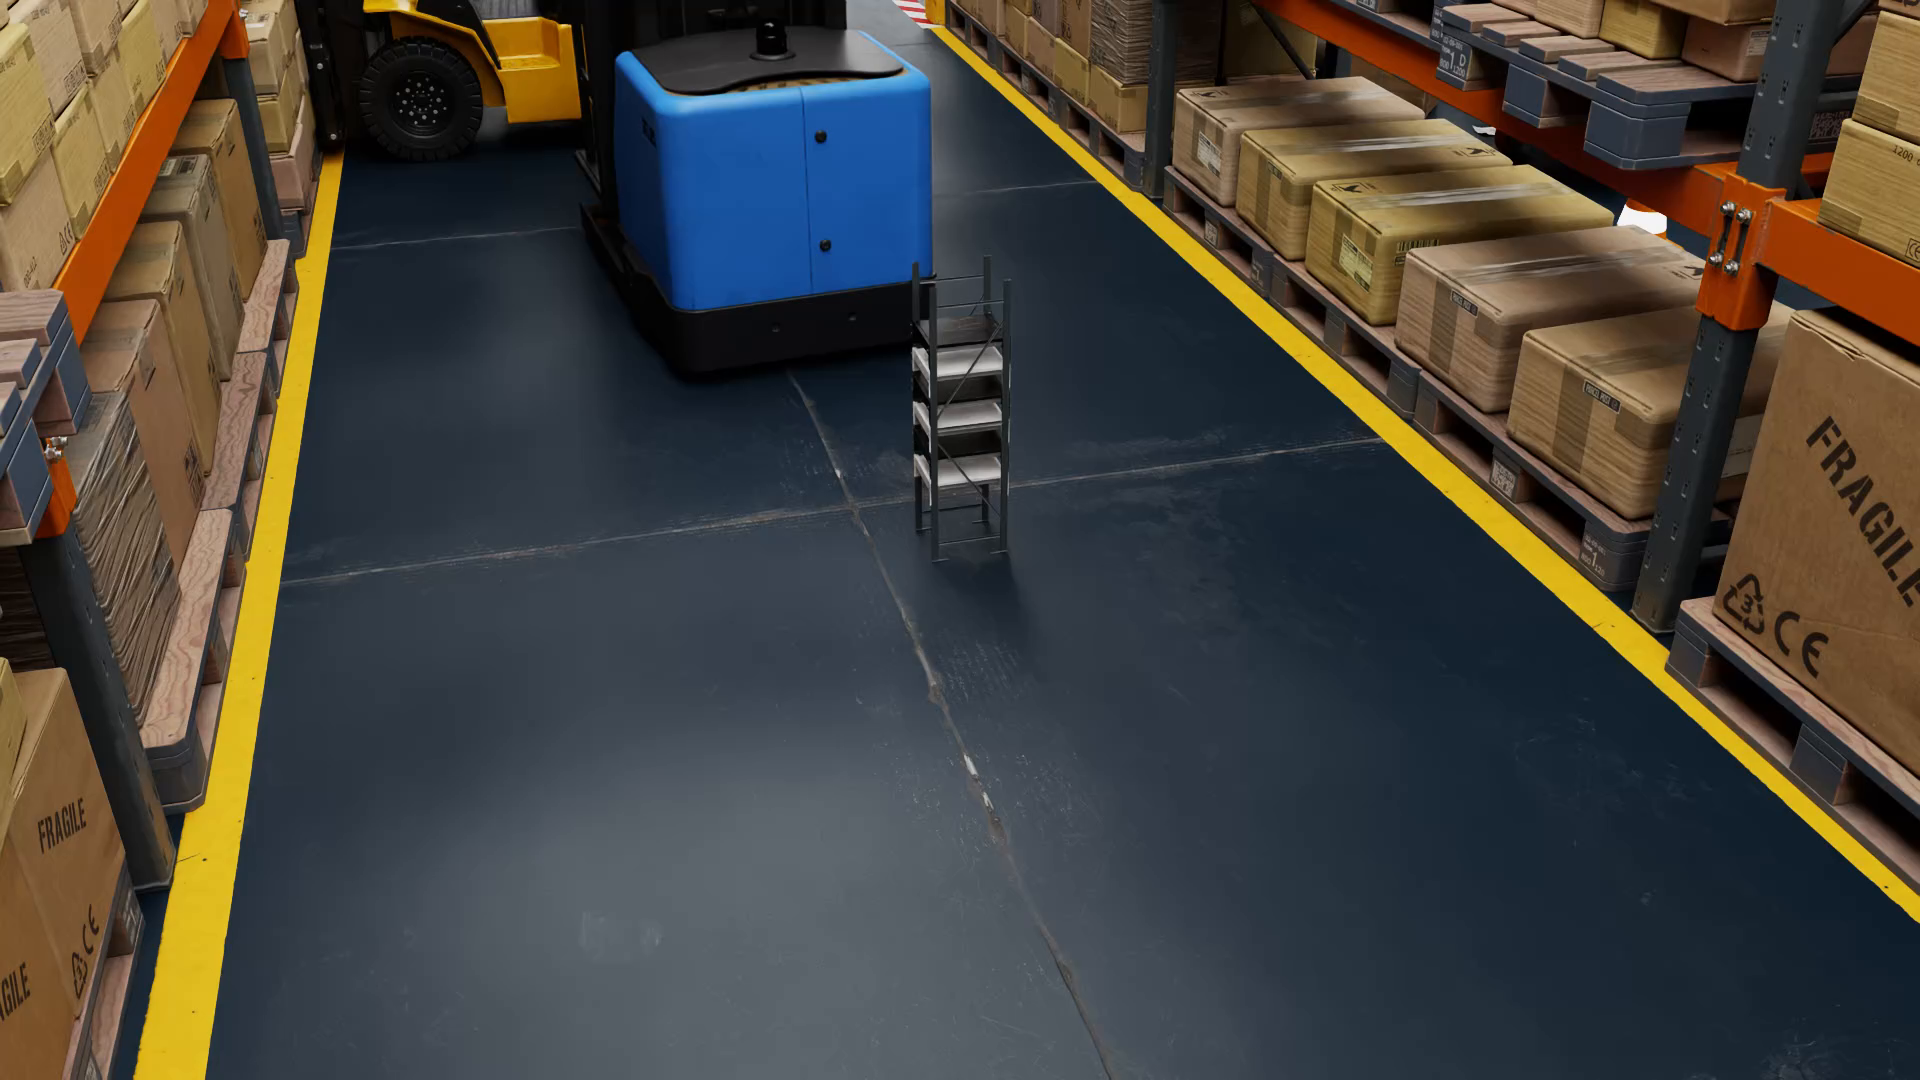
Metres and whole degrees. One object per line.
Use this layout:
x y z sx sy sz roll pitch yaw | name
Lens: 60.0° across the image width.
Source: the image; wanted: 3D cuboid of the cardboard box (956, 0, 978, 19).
0.281 -3.544 10.704 0.500 0.250 0.500 -8 31 -14 | cardboard box

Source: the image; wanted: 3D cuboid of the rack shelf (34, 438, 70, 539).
-1.797 0.824 1.550 1.077 0.370 4.000 -8 31 -13 | rack shelf

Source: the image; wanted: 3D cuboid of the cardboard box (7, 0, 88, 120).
-2.342 -1.093 3.795 0.500 0.250 0.500 -7 31 -12 | cardboard box

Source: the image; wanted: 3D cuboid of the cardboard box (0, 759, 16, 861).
-1.850 0.499 2.823 0.380 0.149 0.250 -9 31 -16 | cardboard box

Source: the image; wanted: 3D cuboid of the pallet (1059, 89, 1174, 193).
1.183 -2.160 8.771 1.003 0.211 1.213 -8 31 -13 | pallet

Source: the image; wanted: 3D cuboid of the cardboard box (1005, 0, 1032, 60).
0.566 -3.035 9.824 0.500 0.250 0.500 -6 31 -10 | cardboard box

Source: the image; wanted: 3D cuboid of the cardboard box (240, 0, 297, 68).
-3.341 -2.333 7.614 0.500 0.250 0.500 -8 31 -13 | cardboard box

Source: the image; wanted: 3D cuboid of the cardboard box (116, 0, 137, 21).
-2.623 -1.592 4.657 0.500 0.250 0.500 -7 31 -13 | cardboard box

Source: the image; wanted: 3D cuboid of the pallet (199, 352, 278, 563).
-2.829 -0.237 5.449 1.003 0.211 1.213 -8 31 -13 | pallet

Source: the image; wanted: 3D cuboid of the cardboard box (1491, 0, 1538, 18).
1.833 -1.673 4.978 0.380 0.149 0.250 -9 31 -16 | cardboard box

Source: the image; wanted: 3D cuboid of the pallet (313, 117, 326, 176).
-3.887 -2.158 8.768 1.003 0.211 1.213 -8 31 -13 | pallet

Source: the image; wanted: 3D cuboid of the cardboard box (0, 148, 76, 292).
-2.210 -0.635 3.503 0.500 0.250 0.500 -8 31 -13 | cardboard box

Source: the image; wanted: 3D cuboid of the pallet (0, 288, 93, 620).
-2.080 -0.052 2.537 1.213 0.211 1.003 -8 31 -13 | pallet

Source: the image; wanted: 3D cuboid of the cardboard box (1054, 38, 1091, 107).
0.828 -2.544 8.977 0.500 0.250 0.500 -9 31 -15 | cardboard box

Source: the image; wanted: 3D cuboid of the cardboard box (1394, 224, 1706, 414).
2.113 -0.789 5.823 0.950 0.372 0.625 -8 31 -14 | cardboard box

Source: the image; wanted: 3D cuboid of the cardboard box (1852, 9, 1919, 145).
2.353 -0.989 3.615 0.500 0.250 0.500 -8 31 -14 | cardboard box

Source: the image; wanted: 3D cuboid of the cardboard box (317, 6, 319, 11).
-3.740 -2.841 8.991 0.500 0.250 0.500 -9 31 -14 | cardboard box

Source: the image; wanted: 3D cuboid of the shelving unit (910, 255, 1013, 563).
0.002 -0.386 5.018 0.258 0.900 0.210 -8 31 -13 | shelving unit

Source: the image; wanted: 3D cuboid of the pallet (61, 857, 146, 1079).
-2.166 1.119 3.106 1.003 0.211 1.213 -8 31 -13 | pallet

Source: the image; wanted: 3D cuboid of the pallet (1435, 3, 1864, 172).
2.165 -1.362 4.800 1.213 0.211 1.003 -8 31 -13 | pallet

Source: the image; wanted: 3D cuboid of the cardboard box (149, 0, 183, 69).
-2.762 -1.626 5.214 0.500 0.250 0.500 -8 31 -13 | cardboard box

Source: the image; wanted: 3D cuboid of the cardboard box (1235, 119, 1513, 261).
1.731 -1.492 7.037 0.950 0.372 0.625 -6 31 -10 | cardboard box

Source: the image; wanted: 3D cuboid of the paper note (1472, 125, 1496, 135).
2.900 -2.245 9.098 0.148 0.019 0.142 -8 31 -13 | paper note

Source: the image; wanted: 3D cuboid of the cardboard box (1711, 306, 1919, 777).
2.560 -0.033 4.014 0.875 0.875 0.875 -8 31 -14 | cardboard box

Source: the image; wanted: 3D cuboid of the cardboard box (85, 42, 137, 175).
-2.482 -1.127 4.352 0.500 0.250 0.500 -9 31 -15 | cardboard box

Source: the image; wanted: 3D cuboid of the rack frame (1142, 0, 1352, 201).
1.395 -3.047 7.520 1.000 3.000 0.127 -8 31 -13 | rack frame

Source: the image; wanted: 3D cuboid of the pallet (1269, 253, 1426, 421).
1.931 -0.874 6.549 1.003 0.211 1.213 -8 31 -13 | pallet

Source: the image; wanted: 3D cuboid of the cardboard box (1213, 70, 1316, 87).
1.499 -2.359 8.658 0.500 0.250 0.500 -9 31 -16 | cardboard box

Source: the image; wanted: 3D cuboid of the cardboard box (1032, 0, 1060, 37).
0.706 -3.105 9.197 0.500 0.500 0.500 -6 31 -11 | cardboard box

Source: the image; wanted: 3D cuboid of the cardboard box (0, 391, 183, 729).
-2.480 0.090 4.052 0.875 0.625 0.625 -7 31 -12 | cardboard box

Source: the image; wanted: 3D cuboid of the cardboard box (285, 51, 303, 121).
-3.356 -2.111 7.729 0.500 0.250 0.500 -8 31 -14 | cardboard box

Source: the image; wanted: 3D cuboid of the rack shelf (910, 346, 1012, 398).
0.002 -0.512 4.944 0.258 0.077 0.200 -8 31 -13 | rack shelf

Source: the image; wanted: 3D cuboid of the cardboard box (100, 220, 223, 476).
-2.840 -0.550 5.157 0.875 0.625 0.625 -9 31 -15 | cardboard box

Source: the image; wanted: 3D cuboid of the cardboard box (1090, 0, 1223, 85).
0.980 -2.613 8.348 0.500 0.500 0.500 -8 31 -14 | cardboard box

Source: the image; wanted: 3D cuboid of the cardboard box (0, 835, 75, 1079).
-1.885 0.866 2.836 0.500 0.500 0.500 -8 31 -14 | cardboard box

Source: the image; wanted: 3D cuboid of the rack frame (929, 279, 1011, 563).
0.029 -0.336 4.933 0.240 0.900 0.006 -8 31 -13 | rack frame

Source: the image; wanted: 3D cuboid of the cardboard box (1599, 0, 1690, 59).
2.002 -1.435 4.566 0.380 0.149 0.250 -7 31 -13 | cardboard box

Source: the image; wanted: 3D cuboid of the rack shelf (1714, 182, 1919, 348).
2.988 0.162 2.693 1.077 0.370 4.000 -8 31 -13 | rack shelf

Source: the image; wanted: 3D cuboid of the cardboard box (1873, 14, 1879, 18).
2.550 -1.370 4.454 0.380 0.149 0.250 -10 31 -16 | cardboard box

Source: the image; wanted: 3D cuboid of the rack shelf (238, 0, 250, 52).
-3.920 -3.040 8.225 1.077 0.370 4.000 -8 31 -13 | rack shelf

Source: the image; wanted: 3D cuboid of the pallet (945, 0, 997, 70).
0.535 -3.338 10.807 1.003 0.211 1.213 -8 31 -13 | pallet

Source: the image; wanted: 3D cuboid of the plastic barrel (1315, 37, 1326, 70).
2.342 -3.068 10.127 0.512 0.421 0.421 13 32 21 | plastic barrel

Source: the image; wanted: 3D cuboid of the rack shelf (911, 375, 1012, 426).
0.002 -0.435 4.989 0.258 0.077 0.200 -8 31 -13 | rack shelf

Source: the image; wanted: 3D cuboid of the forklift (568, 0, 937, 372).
-1.094 -2.617 6.845 1.130 2.935 3.031 -11 32 -18 | forklift

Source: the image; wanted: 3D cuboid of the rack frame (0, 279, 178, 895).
-2.328 -0.453 3.039 1.000 3.000 0.127 -8 31 -13 | rack frame

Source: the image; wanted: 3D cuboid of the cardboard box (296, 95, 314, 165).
-3.348 -1.898 7.860 0.500 0.250 0.500 -9 31 -14 | cardboard box

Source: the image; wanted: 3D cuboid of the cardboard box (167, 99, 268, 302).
-3.240 -1.289 6.433 0.875 0.625 0.625 -6 31 -11 | cardboard box

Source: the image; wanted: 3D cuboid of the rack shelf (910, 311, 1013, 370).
0.002 -0.590 4.899 0.258 0.077 0.200 -8 31 -13 | rack shelf

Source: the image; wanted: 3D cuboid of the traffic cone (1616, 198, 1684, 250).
3.074 -1.536 7.442 0.336 0.463 0.334 -8 31 -13 | traffic cone

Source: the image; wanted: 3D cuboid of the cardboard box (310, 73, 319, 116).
-3.615 -2.392 8.713 0.500 0.250 0.500 -7 31 -12 | cardboard box
